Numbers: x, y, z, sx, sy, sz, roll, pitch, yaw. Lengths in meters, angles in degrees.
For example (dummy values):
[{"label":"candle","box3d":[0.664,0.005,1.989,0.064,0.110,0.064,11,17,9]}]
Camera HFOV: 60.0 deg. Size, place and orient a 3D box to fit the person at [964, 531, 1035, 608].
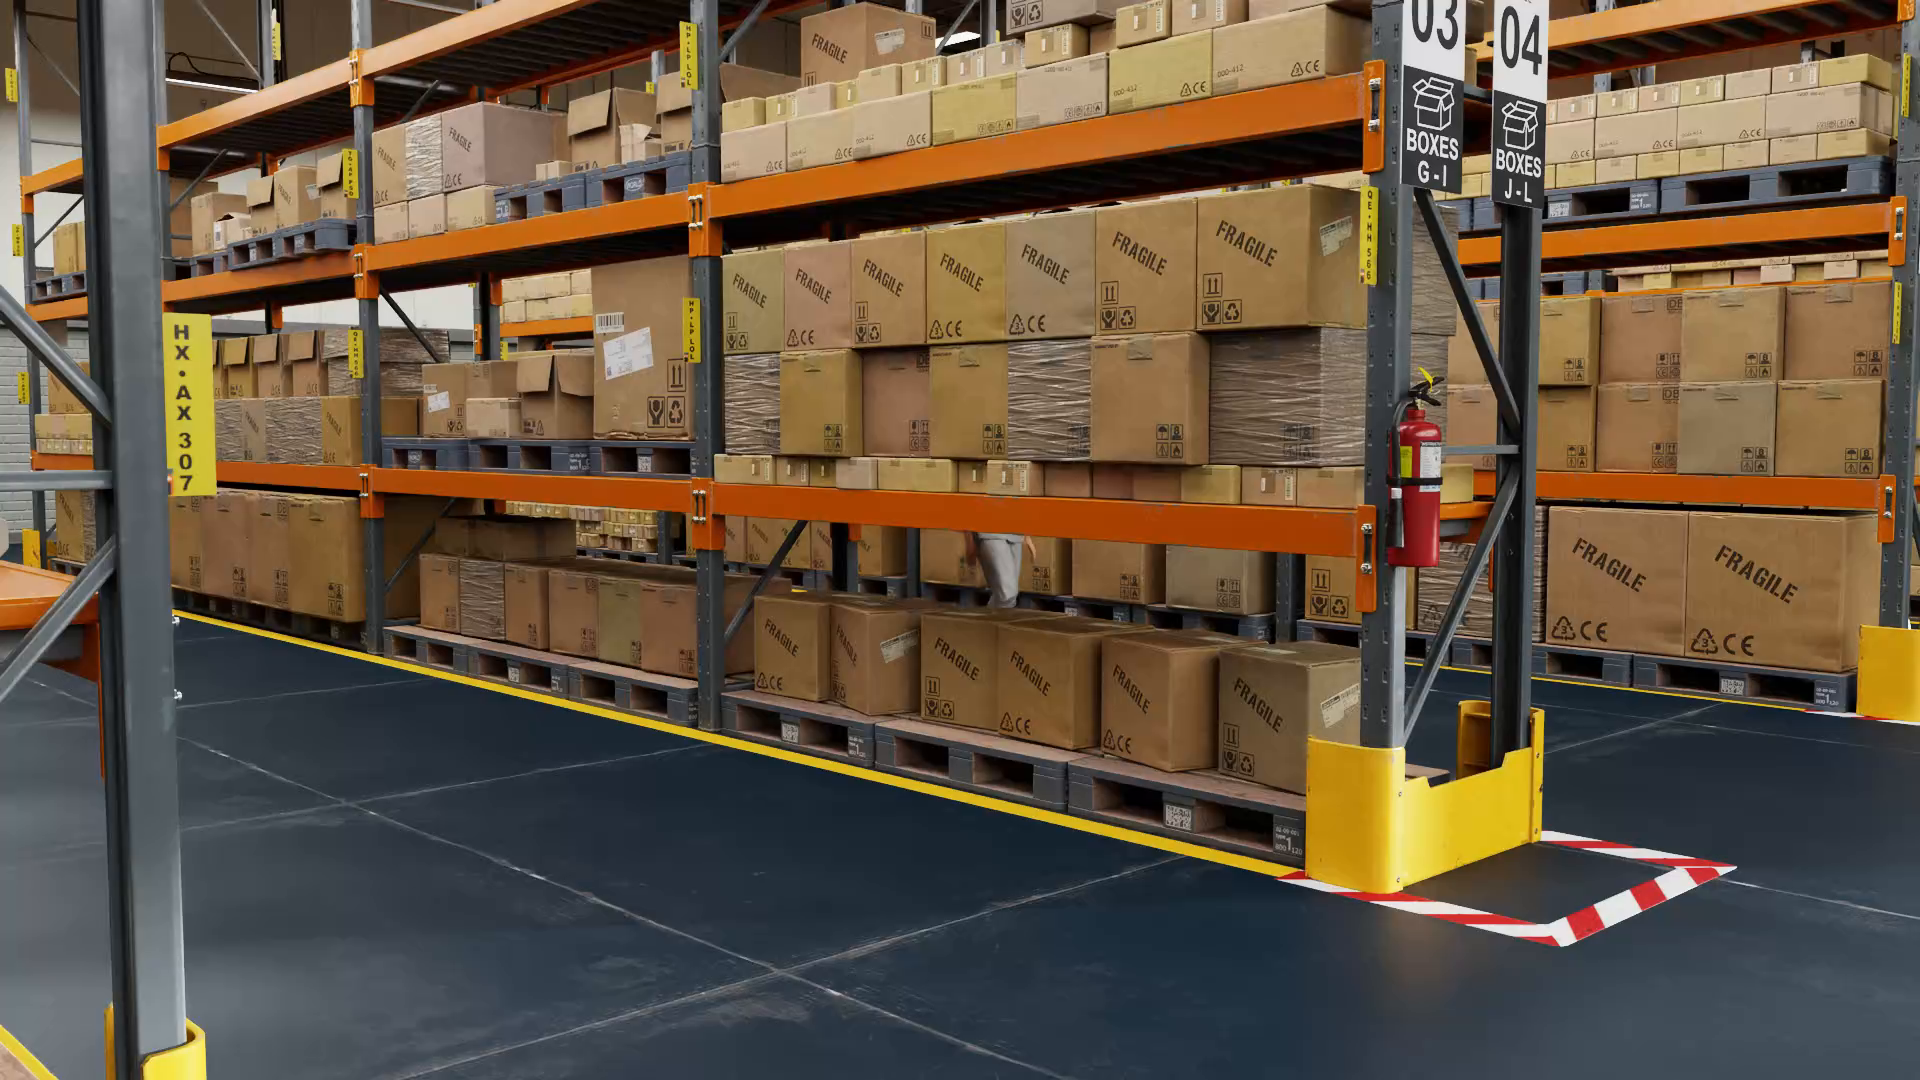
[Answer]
[{"label":"person","box3d":[0.259,0.041,10.261,0.444,1.690,0.463,-4,6,-43]}]
